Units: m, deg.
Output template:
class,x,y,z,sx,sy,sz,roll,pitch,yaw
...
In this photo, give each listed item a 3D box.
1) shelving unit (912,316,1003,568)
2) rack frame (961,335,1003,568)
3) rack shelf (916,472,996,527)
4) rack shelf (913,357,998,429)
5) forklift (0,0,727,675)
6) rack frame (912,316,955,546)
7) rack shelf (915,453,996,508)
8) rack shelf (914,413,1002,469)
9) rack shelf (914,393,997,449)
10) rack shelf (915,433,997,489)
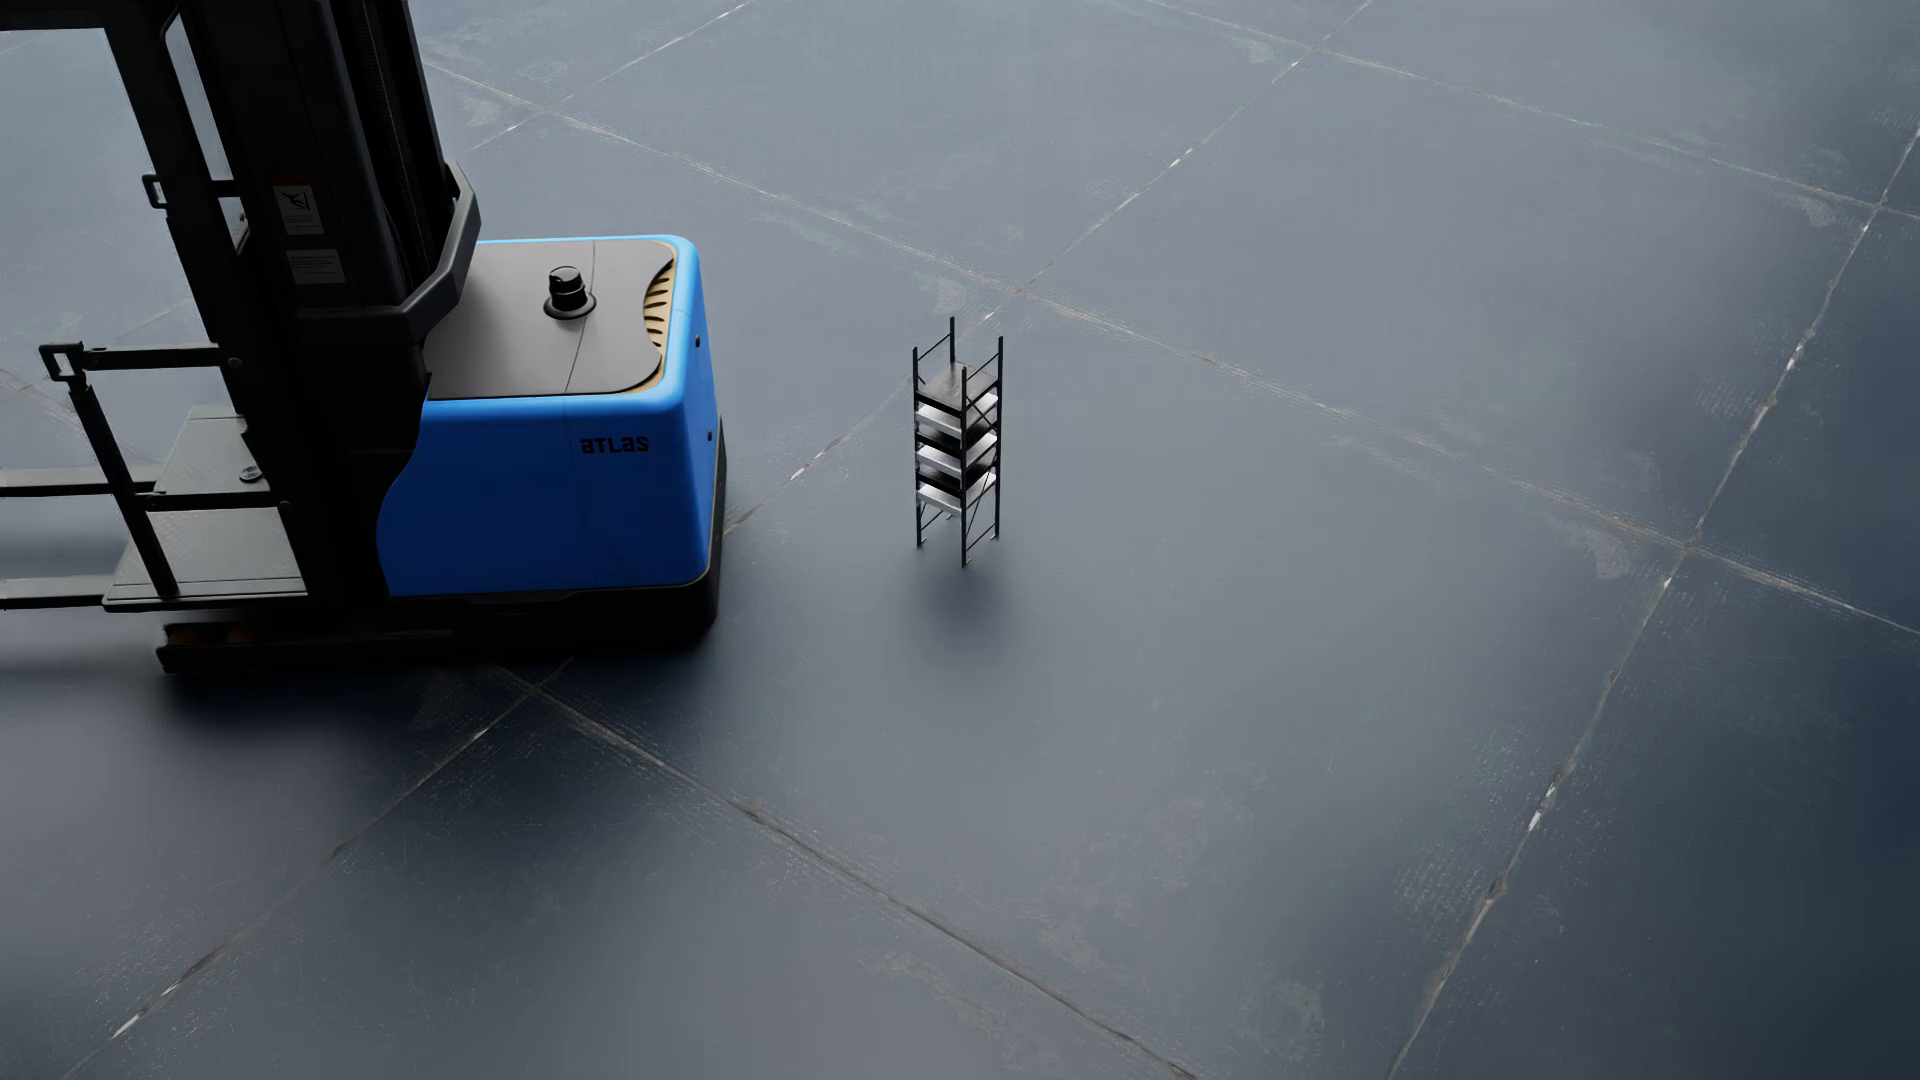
class,x,y,z,sx,sy,sz,roll,pitch,yaw
shelving unit,-0.007,-0.338,5.953,0.210,0.900,0.258,25,48,25
rack frame,0.077,-0.300,5.910,0.006,0.900,0.240,25,48,25
rack shelf,-0.007,-0.179,6.096,0.200,0.077,0.258,25,48,25
rack shelf,-0.007,-0.515,5.796,0.200,0.077,0.258,25,48,25
forklift,-2.392,-0.992,5.161,3.031,2.935,1.130,-2,42,-3
rack frame,-0.090,-0.377,5.997,0.006,0.900,0.240,25,48,25
rack shelf,-0.007,-0.247,6.036,0.200,0.077,0.258,25,48,25
rack shelf,-0.007,-0.381,5.916,0.200,0.077,0.258,25,48,25
rack shelf,-0.007,-0.448,5.856,0.200,0.077,0.258,25,48,25
rack shelf,-0.007,-0.314,5.976,0.200,0.077,0.258,25,48,25
